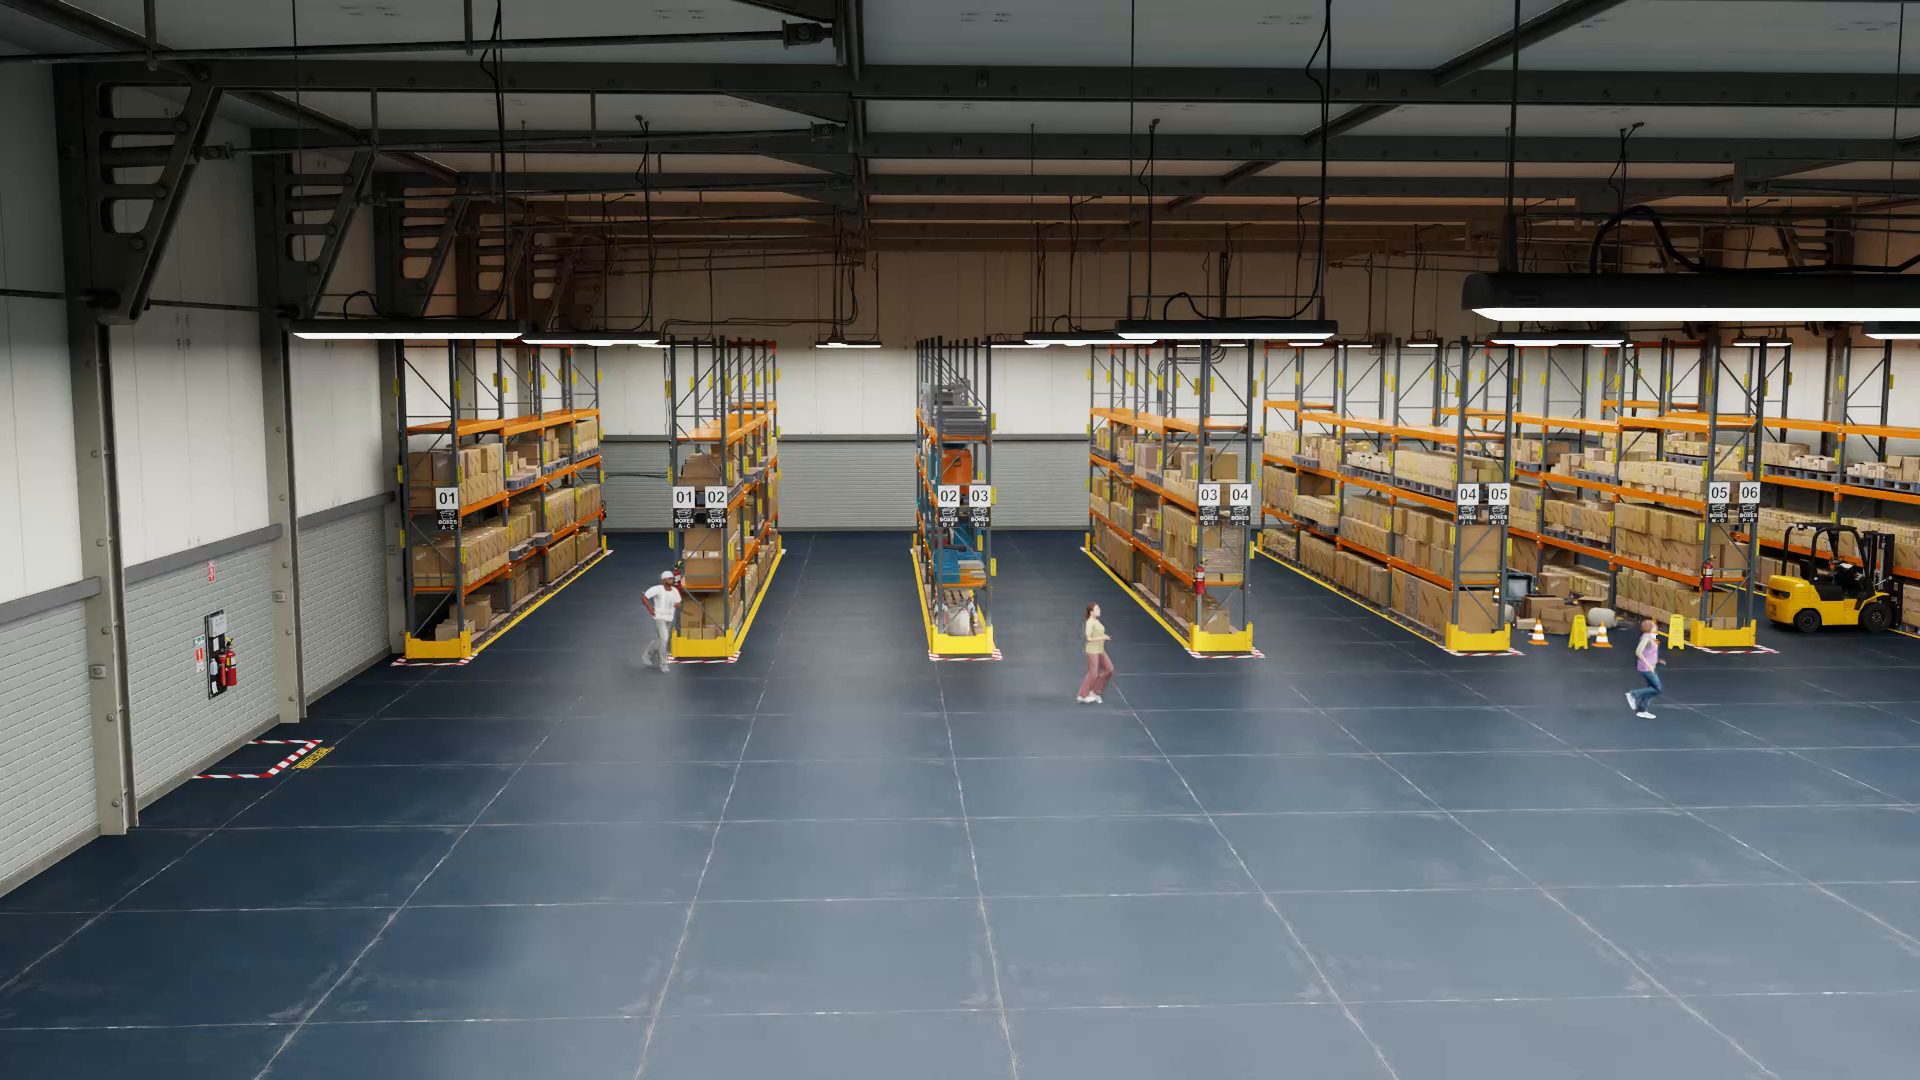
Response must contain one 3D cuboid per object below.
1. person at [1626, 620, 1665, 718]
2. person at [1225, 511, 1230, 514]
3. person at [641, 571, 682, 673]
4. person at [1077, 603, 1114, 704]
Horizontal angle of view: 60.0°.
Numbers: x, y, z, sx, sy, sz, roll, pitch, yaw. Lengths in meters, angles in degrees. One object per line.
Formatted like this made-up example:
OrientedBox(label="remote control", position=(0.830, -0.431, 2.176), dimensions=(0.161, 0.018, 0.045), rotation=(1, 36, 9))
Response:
OrientedBox(label="person", position=(10.720, 2.016, 25.975), dimensions=(0.545, 1.551, 0.536), rotation=(3, 7, 24))
OrientedBox(label="person", position=(7.533, -0.350, 45.657), dimensions=(0.690, 1.818, 0.860), rotation=(0, 6, -1))
OrientedBox(label="person", position=(-5.360, 1.448, 30.086), dimensions=(0.841, 1.793, 0.705), rotation=(5, 8, 36))
OrientedBox(label="person", position=(2.205, 1.845, 26.951), dimensions=(0.620, 1.678, 0.561), rotation=(3, 7, 25))
